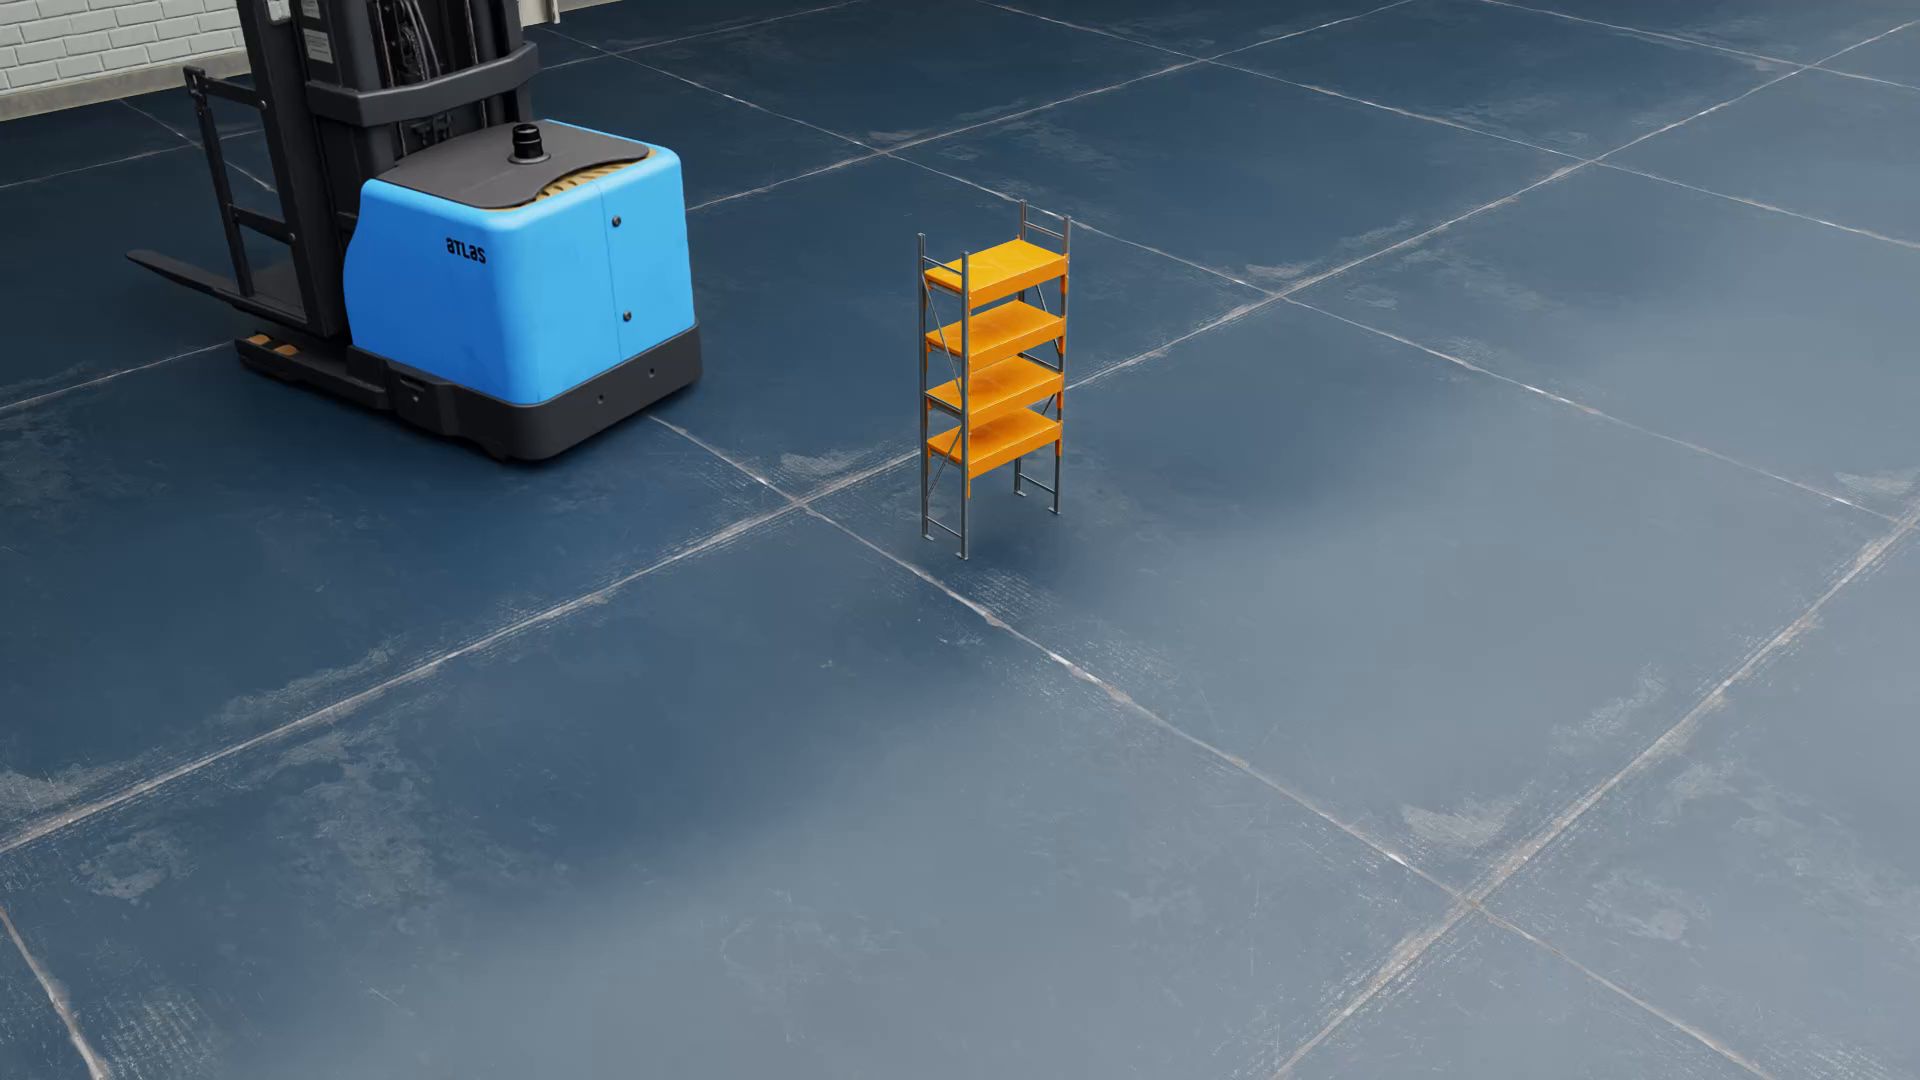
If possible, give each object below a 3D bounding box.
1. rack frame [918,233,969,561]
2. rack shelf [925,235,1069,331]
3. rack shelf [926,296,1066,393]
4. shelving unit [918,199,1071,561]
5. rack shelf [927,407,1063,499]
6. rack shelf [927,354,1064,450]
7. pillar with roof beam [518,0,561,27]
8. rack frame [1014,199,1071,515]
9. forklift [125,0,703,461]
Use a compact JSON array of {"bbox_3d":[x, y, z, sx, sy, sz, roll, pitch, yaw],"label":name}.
[{"bbox_3d":[-0.058,-0.484,5.891,0.015,1.200,0.240,-26,40,-35],"label":"rack frame"},{"bbox_3d":[0.121,-0.906,5.828,0.480,0.148,0.258,-26,40,-35],"label":"rack shelf"},{"bbox_3d":[0.121,-0.704,5.951,0.480,0.148,0.258,-26,40,-35],"label":"rack shelf"},{"bbox_3d":[0.121,-0.571,6.033,0.503,1.200,0.258,-26,40,-35],"label":"shelving unit"},{"bbox_3d":[0.121,-0.344,6.172,0.480,0.148,0.258,-26,40,-35],"label":"rack shelf"},{"bbox_3d":[0.121,-0.513,6.068,0.480,0.148,0.258,-26,40,-35],"label":"rack shelf"},{"bbox_3d":[-0.378,-6.145,7.673,0.400,9.000,9.100,-26,40,-35],"label":"pillar with roof beam"},{"bbox_3d":[0.300,-0.657,6.175,0.015,1.200,0.240,-26,40,-35],"label":"rack frame"},{"bbox_3d":[-2.636,-2.155,6.965,3.031,2.935,1.130,20,36,29],"label":"forklift"}]
